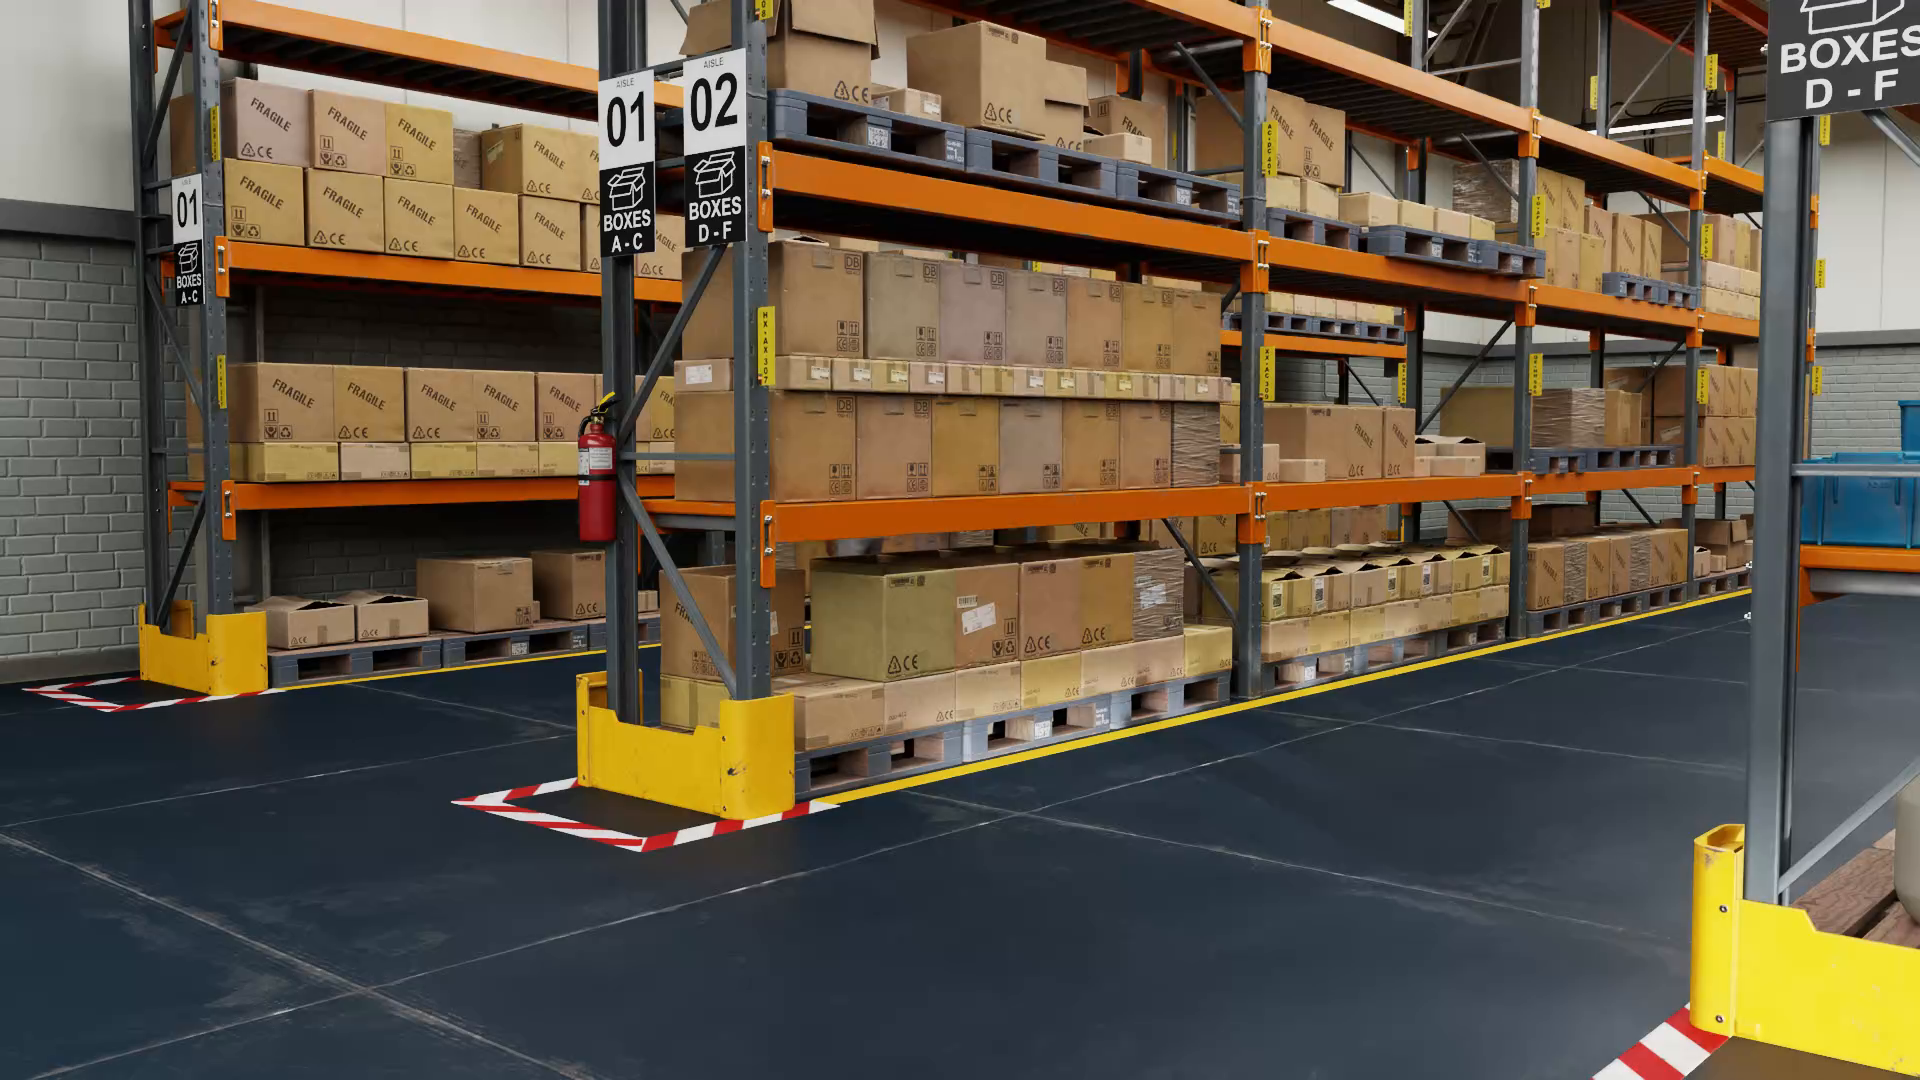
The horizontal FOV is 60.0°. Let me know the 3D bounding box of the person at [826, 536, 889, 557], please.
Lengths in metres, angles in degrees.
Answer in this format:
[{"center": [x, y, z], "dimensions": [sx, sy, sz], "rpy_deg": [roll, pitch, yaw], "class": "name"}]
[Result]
[{"center": [-0.755, -0.047, 12.376], "dimensions": [0.449, 1.758, 0.606], "rpy_deg": [3, 5, 39], "class": "person"}]
